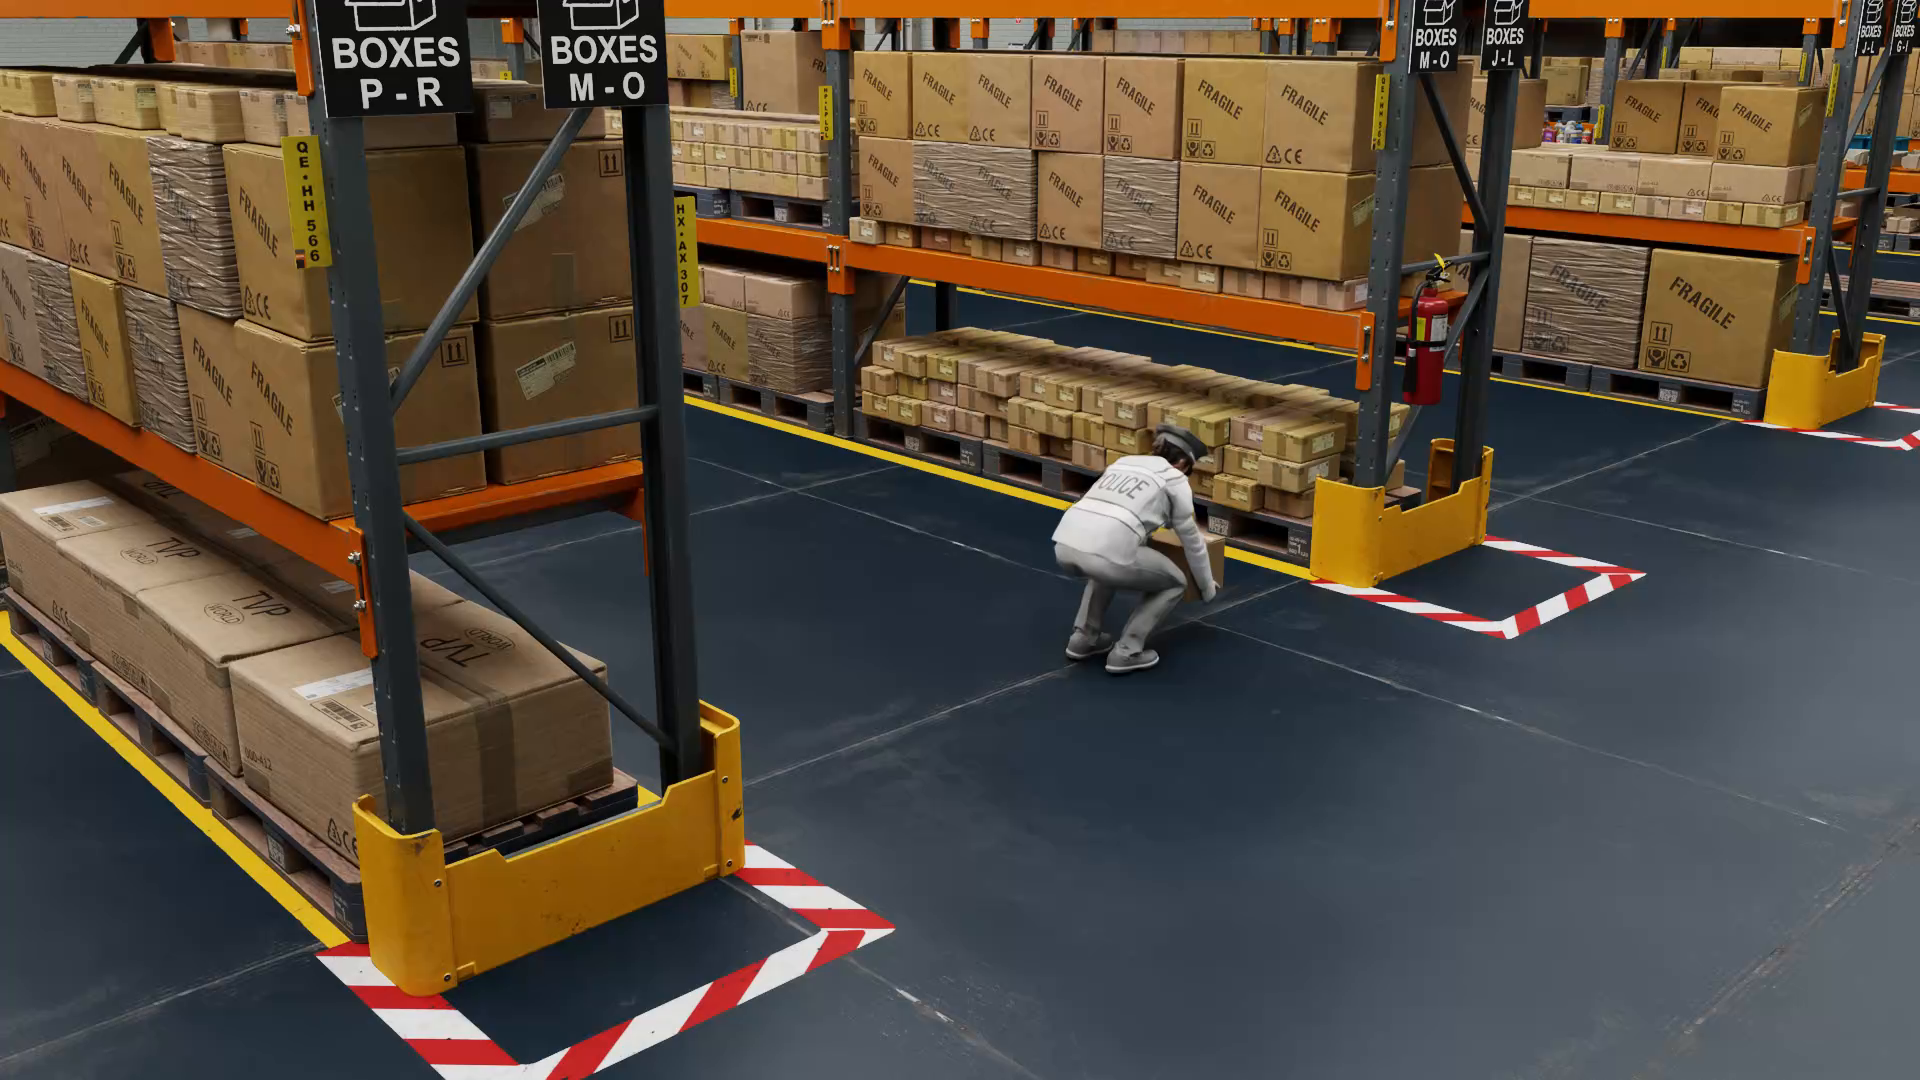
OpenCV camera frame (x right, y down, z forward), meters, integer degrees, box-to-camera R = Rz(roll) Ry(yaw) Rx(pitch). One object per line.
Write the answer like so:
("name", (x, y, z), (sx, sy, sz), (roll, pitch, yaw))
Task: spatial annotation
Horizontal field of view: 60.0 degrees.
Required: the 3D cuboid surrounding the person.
("person", (0.756, 0.025, 7.130), (0.869, 0.979, 0.459), (-17, 24, -42))
